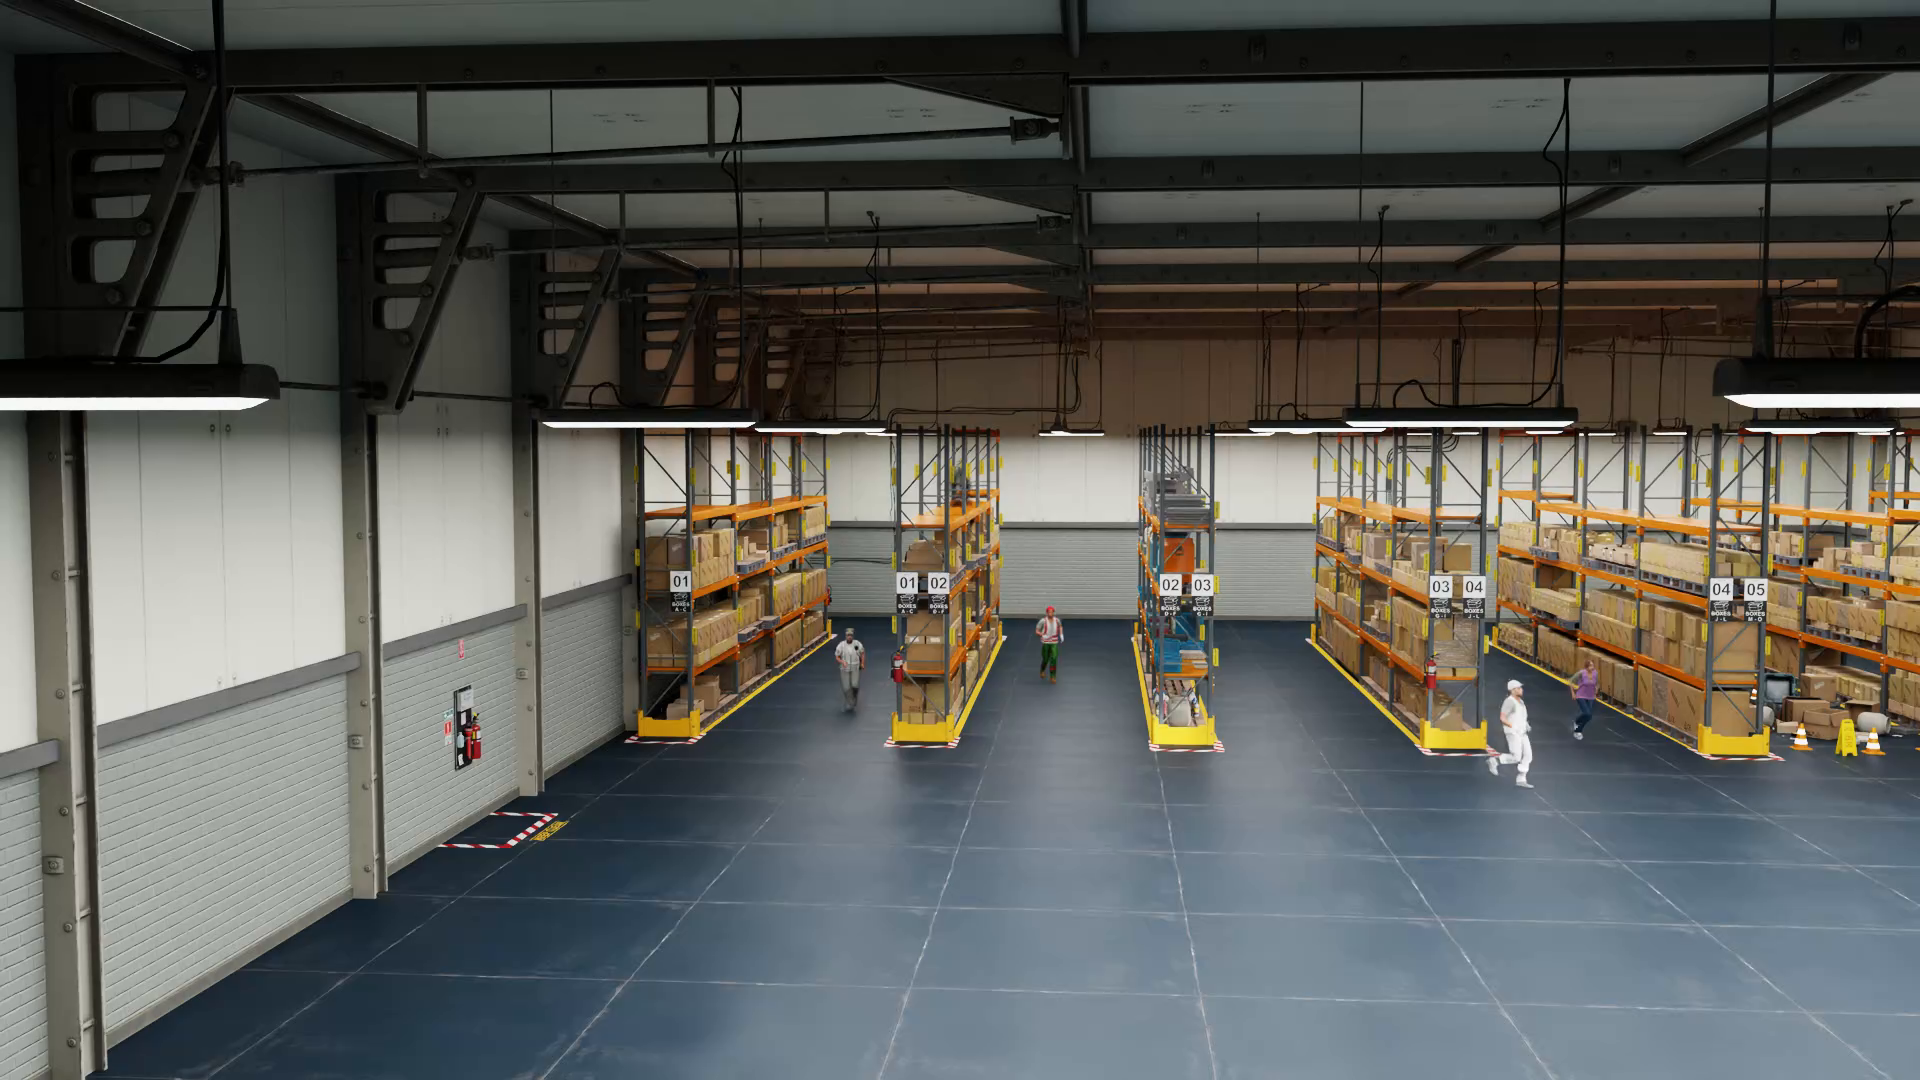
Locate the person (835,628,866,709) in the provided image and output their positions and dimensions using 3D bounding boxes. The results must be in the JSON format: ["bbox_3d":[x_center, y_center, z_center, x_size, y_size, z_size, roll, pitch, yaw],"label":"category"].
[{"bbox_3d":[-2.307,2.718,35.084,0.647,1.729,0.663,0,3,-6],"label":"person"}]

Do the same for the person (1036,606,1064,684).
[{"bbox_3d":[2.107,2.442,39.195,0.666,1.795,0.865,-1,4,-11],"label":"person"}]

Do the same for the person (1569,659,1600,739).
[{"bbox_3d":[11.909,3.026,31.612,0.511,1.541,0.588,-1,4,-13],"label":"person"}]

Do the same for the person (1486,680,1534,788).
[{"bbox_3d":[9.117,3.186,27.434,0.796,1.760,0.656,3,5,43],"label":"person"}]
